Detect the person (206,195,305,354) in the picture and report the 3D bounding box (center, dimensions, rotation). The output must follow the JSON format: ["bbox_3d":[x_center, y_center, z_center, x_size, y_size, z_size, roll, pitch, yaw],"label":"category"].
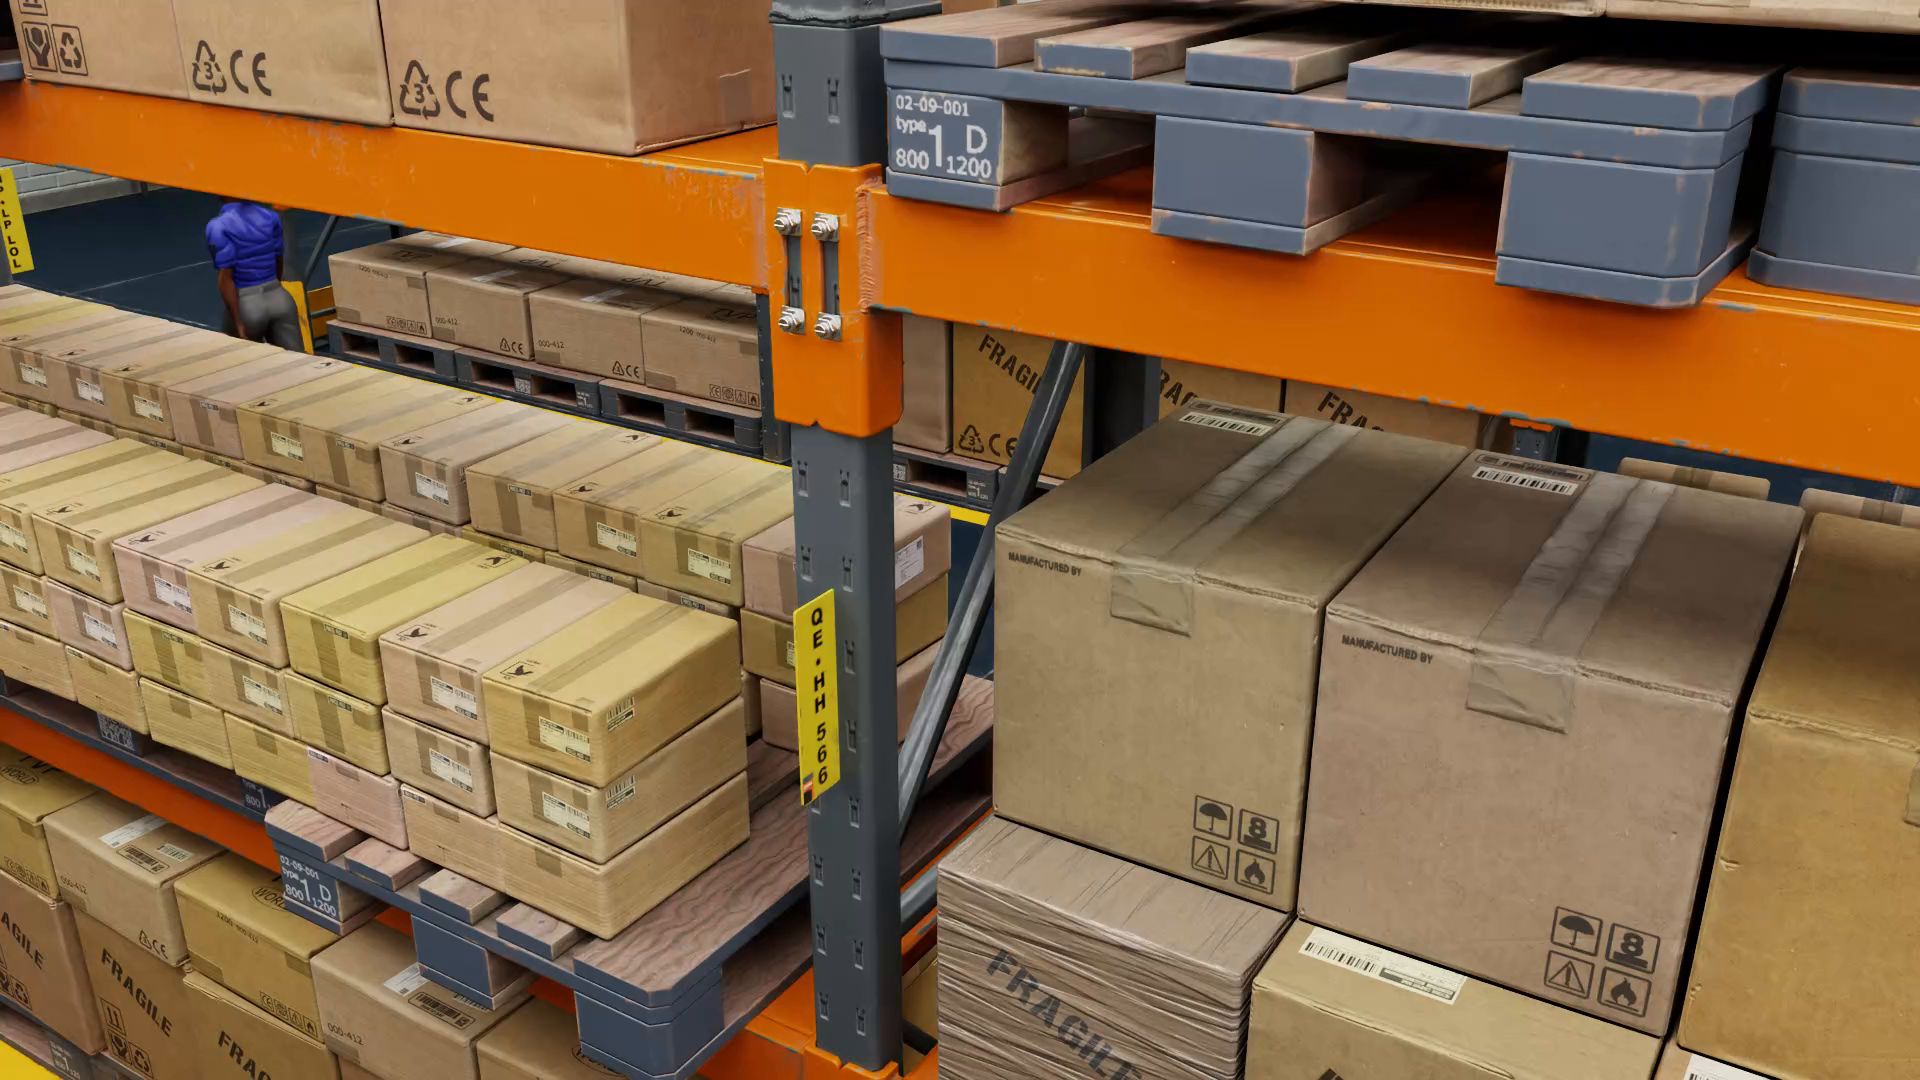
[{"bbox_3d":[-3.823,-1.251,8.986,0.991,1.592,0.449,21,31,39],"label":"person"}]
